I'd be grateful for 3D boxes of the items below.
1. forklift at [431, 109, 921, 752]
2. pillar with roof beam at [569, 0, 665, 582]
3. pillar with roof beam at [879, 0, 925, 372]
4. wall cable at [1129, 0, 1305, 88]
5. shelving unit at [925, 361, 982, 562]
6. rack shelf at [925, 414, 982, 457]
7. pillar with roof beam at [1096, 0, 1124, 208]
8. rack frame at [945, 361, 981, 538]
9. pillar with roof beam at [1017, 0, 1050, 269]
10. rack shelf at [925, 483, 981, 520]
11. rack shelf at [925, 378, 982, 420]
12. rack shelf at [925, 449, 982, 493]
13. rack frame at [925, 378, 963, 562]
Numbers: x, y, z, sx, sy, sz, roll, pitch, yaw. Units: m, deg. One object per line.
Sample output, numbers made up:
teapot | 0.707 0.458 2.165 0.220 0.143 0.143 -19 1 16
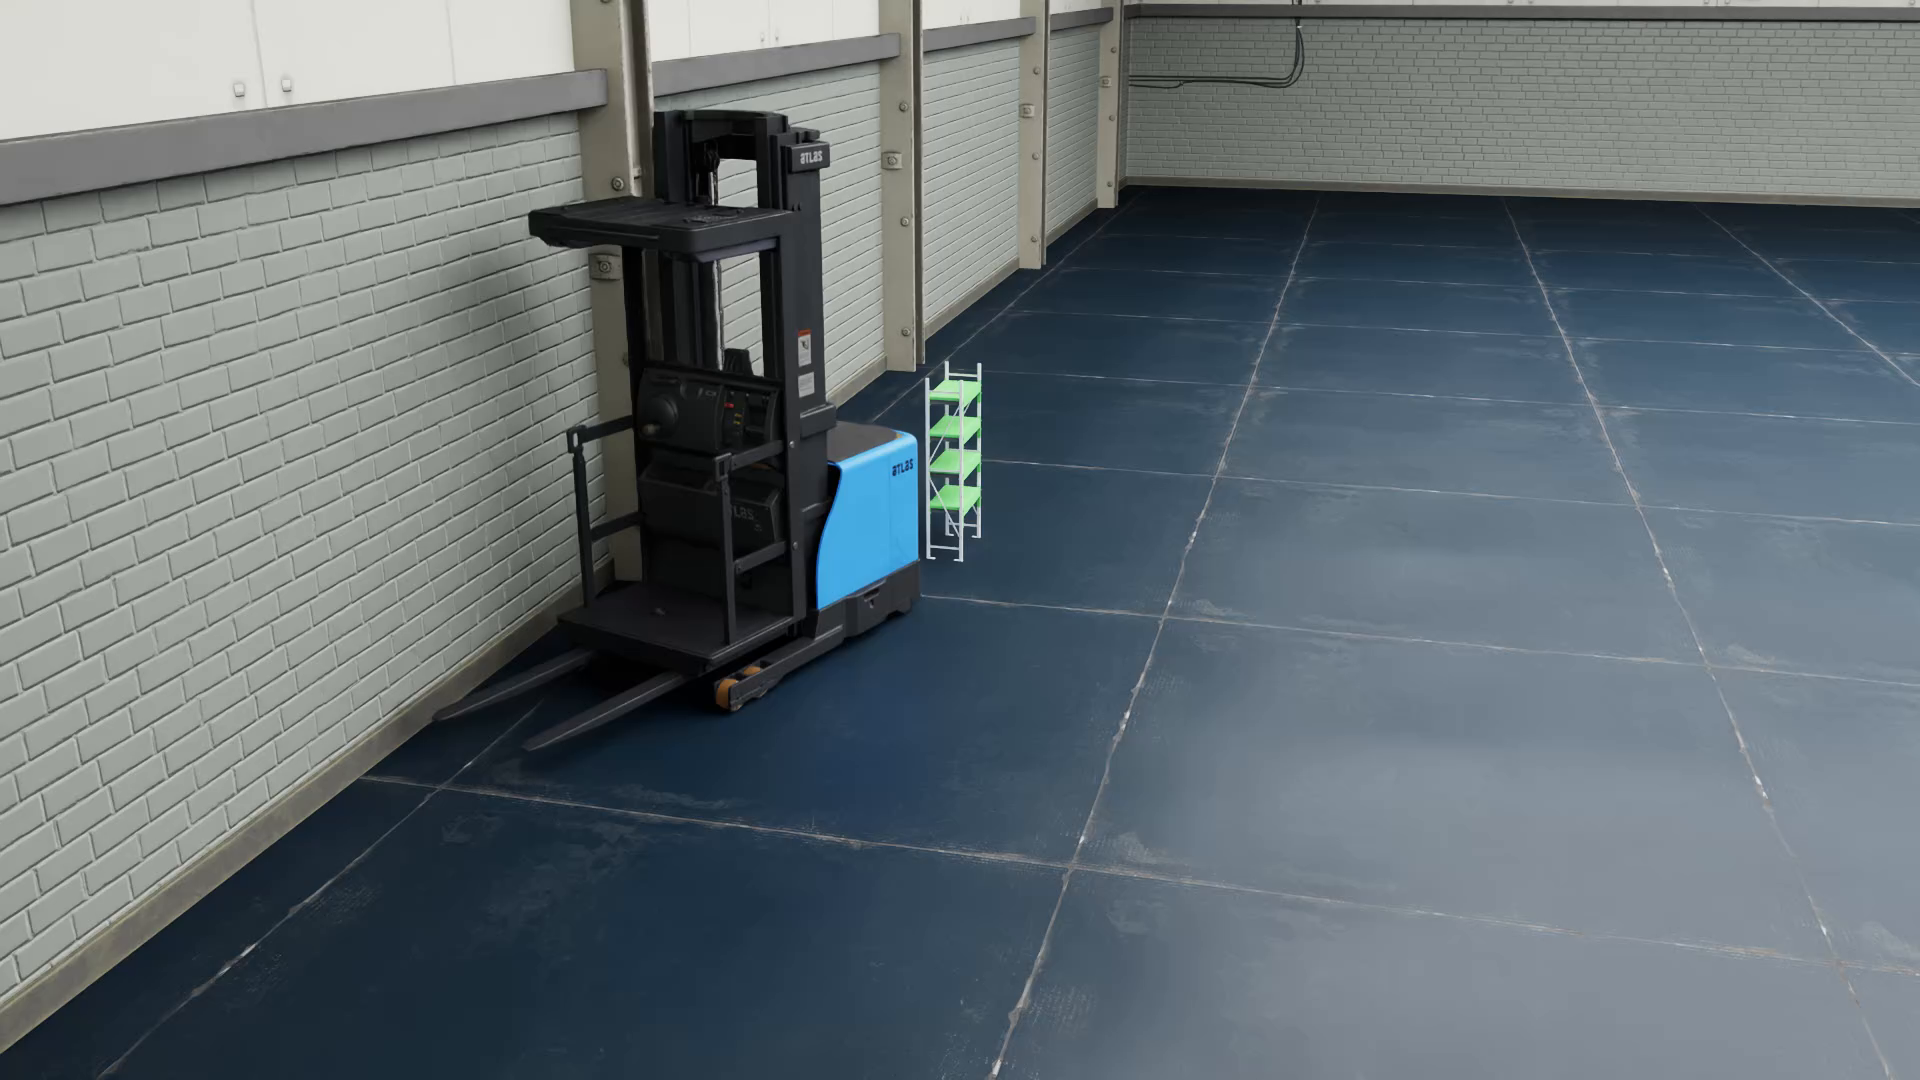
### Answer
forklift | -1.451 -0.676 8.631 1.130 2.935 3.031 12 22 31
pillar with roof beam | 2.169 -3.722 8.164 9.100 9.000 0.400 5 19 13
pillar with roof beam | 3.635 -5.603 13.670 9.100 9.000 0.400 5 19 13
wall cable | 4.395 -9.054 28.576 3.097 2.526 0.112 5 19 13
shelving unit | -0.040 -0.516 10.842 0.258 1.200 0.503 5 19 13
rack shelf | -0.040 -0.683 10.785 0.258 0.148 0.480 5 19 13
pillar with roof beam | 6.567 -9.364 24.681 9.100 9.000 0.400 5 19 13
rack frame | 0.019 -0.592 11.066 0.240 1.200 0.015 5 19 13
pillar with roof beam | 5.101 -7.484 19.175 9.100 9.000 0.400 5 19 13
rack shelf | -0.040 -0.228 10.940 0.258 0.148 0.480 5 19 13
rack shelf | -0.040 -0.910 10.707 0.258 0.148 0.480 5 19 13
rack shelf | -0.040 -0.455 10.862 0.258 0.148 0.480 5 19 13
rack frame | -0.100 -0.439 10.618 0.240 1.200 0.015 5 19 13
